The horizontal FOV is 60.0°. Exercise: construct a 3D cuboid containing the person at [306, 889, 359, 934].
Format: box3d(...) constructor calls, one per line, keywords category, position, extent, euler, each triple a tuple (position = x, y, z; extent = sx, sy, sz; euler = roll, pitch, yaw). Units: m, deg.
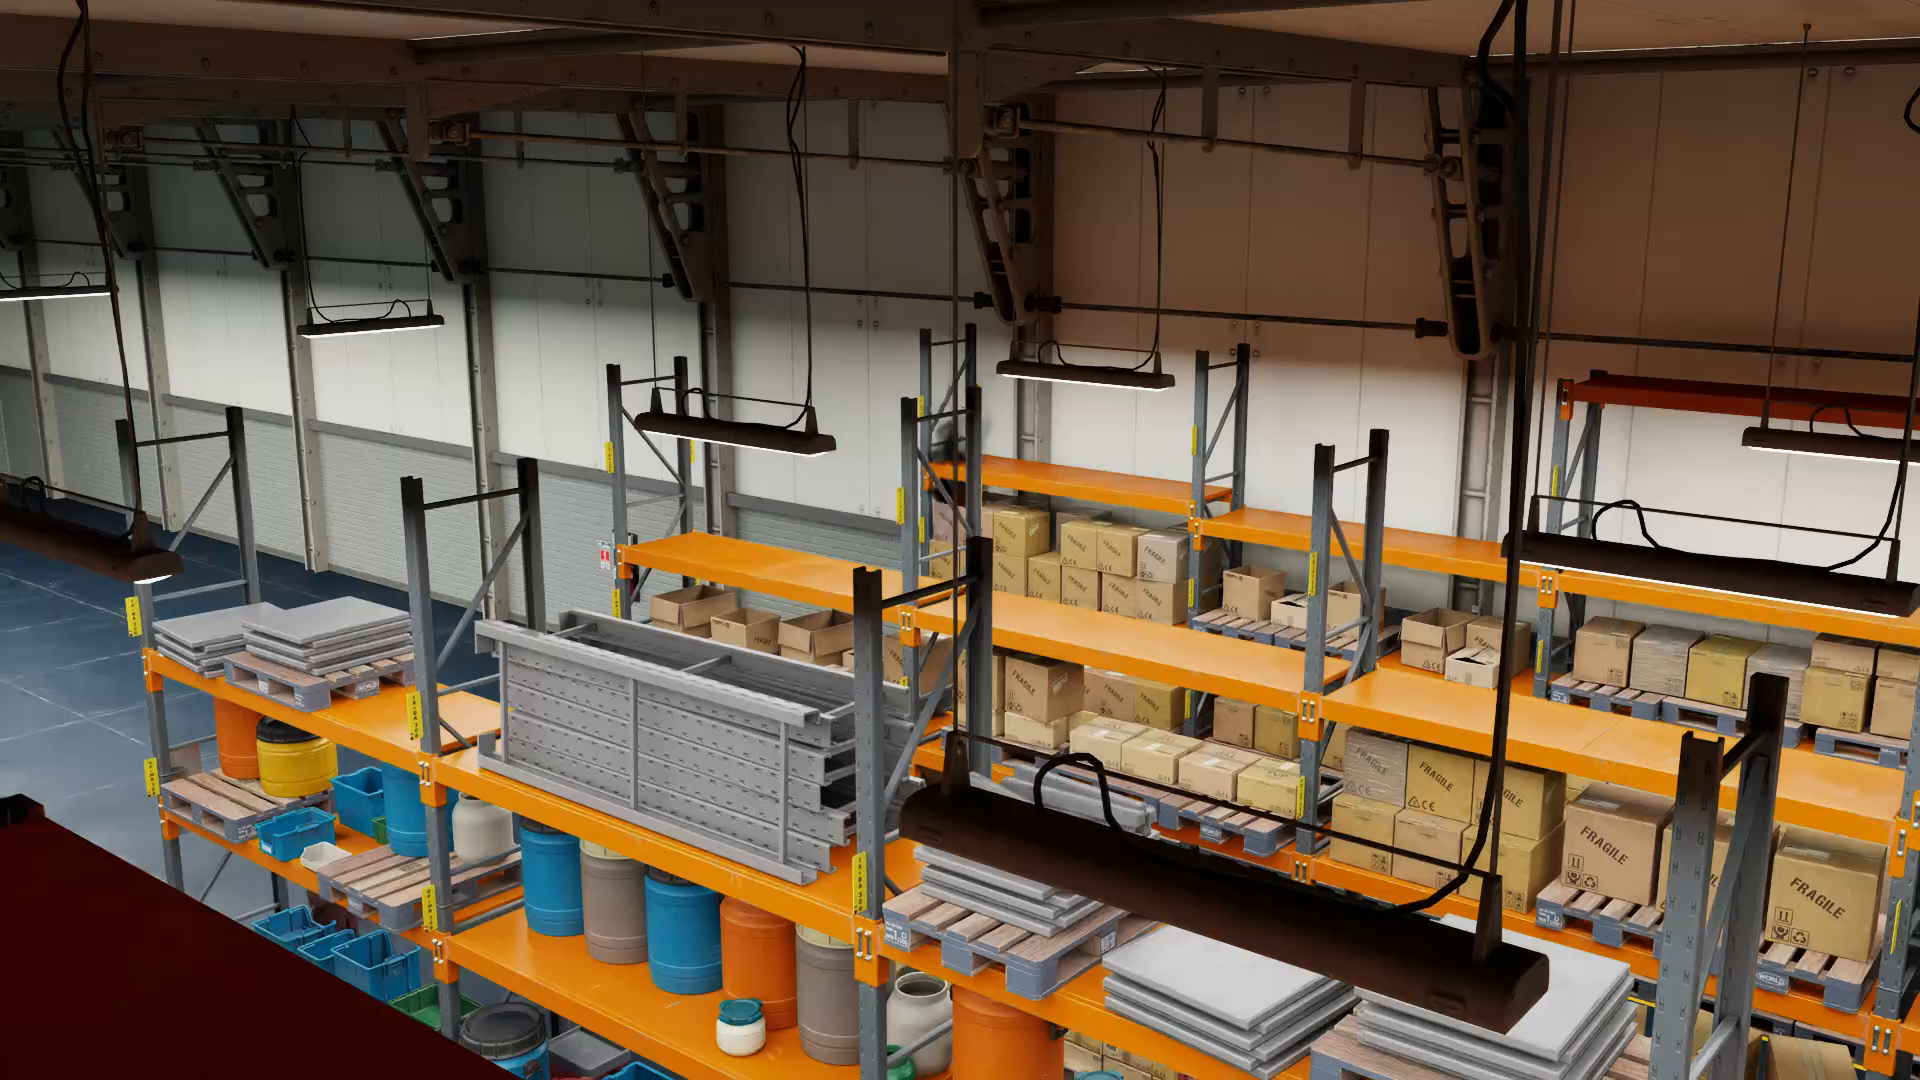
box3d(category="person", position=(-6.072, 3.657, 15.987), extent=(0.978, 1.746, 0.772), euler=(3, 13, 15))
